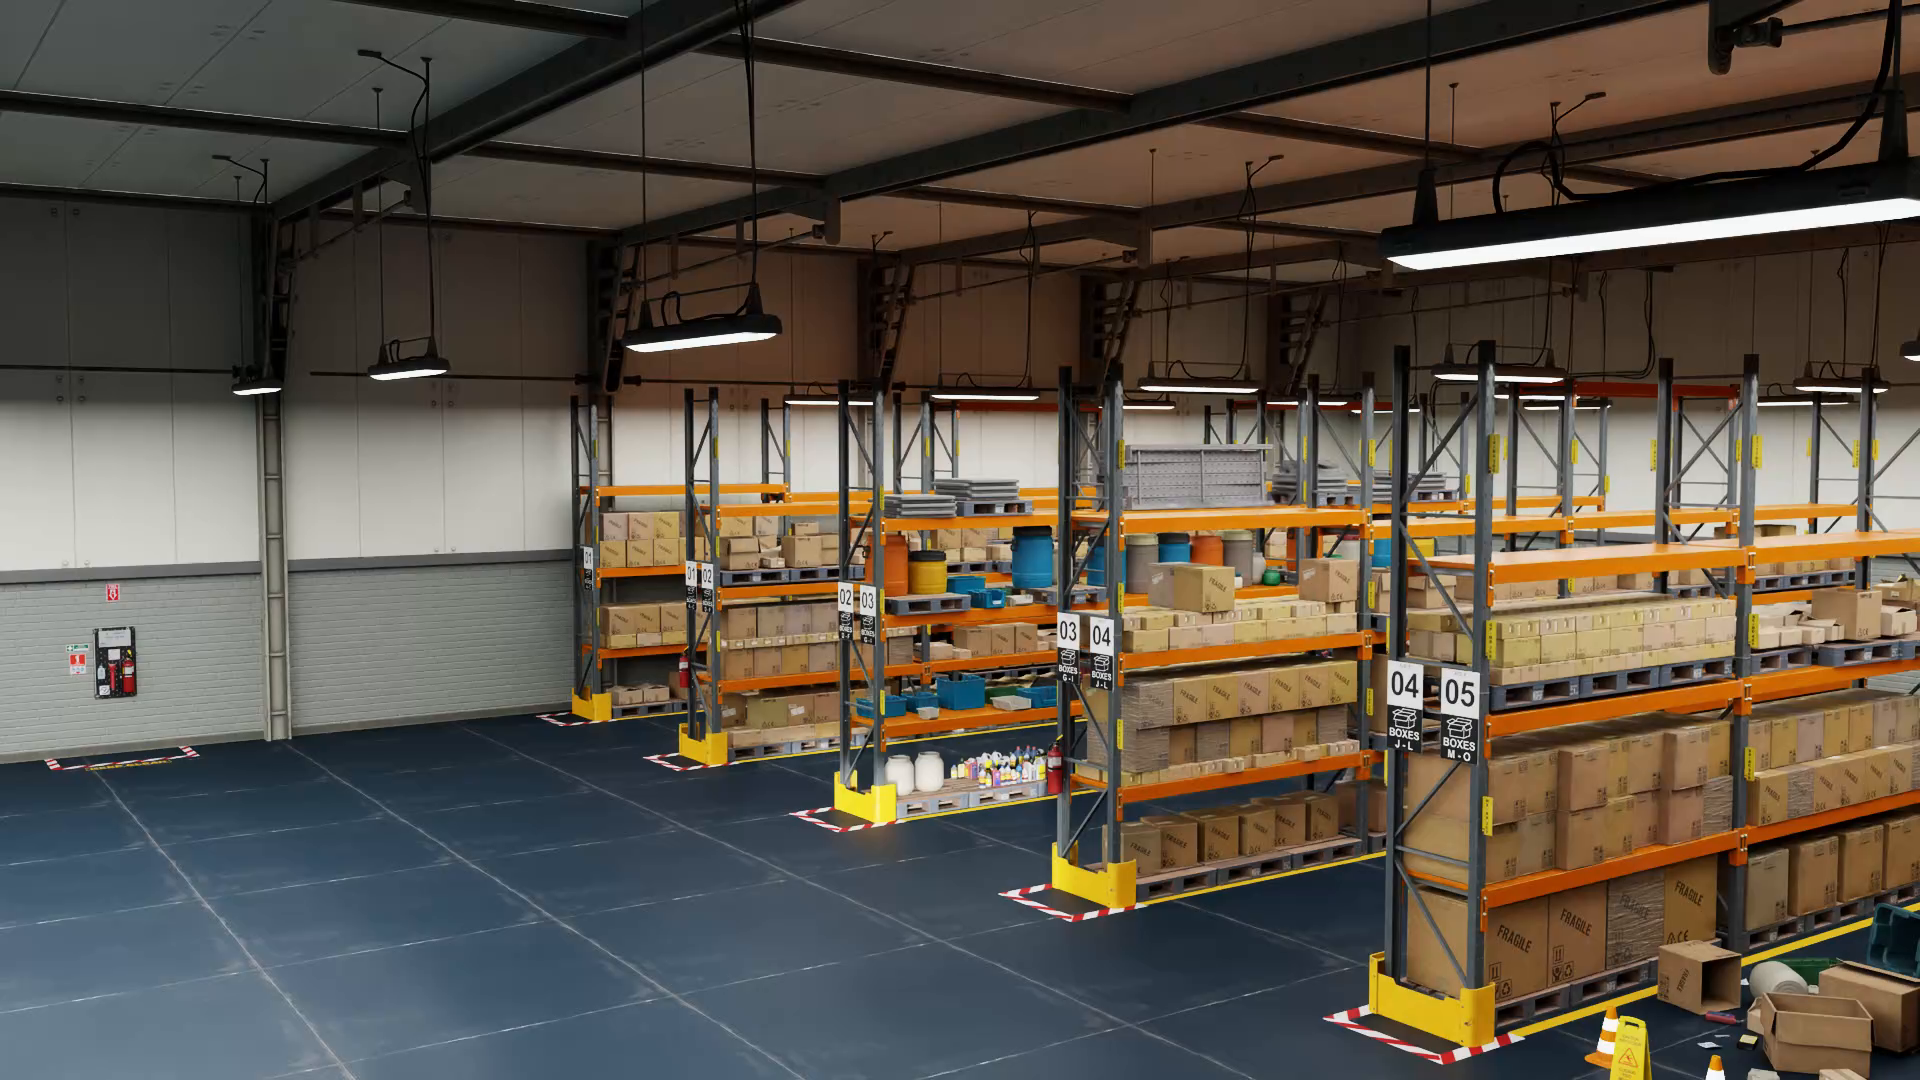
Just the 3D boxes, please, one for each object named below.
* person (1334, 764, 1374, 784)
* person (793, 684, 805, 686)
[{"bbox_3d":[5.918,2.791,24.952,0.567,1.767,0.576,2,4,26],"label":"person"},{"bbox_3d":[-2.971,2.587,29.687,0.511,1.629,0.348,-3,5,-41],"label":"person"}]
